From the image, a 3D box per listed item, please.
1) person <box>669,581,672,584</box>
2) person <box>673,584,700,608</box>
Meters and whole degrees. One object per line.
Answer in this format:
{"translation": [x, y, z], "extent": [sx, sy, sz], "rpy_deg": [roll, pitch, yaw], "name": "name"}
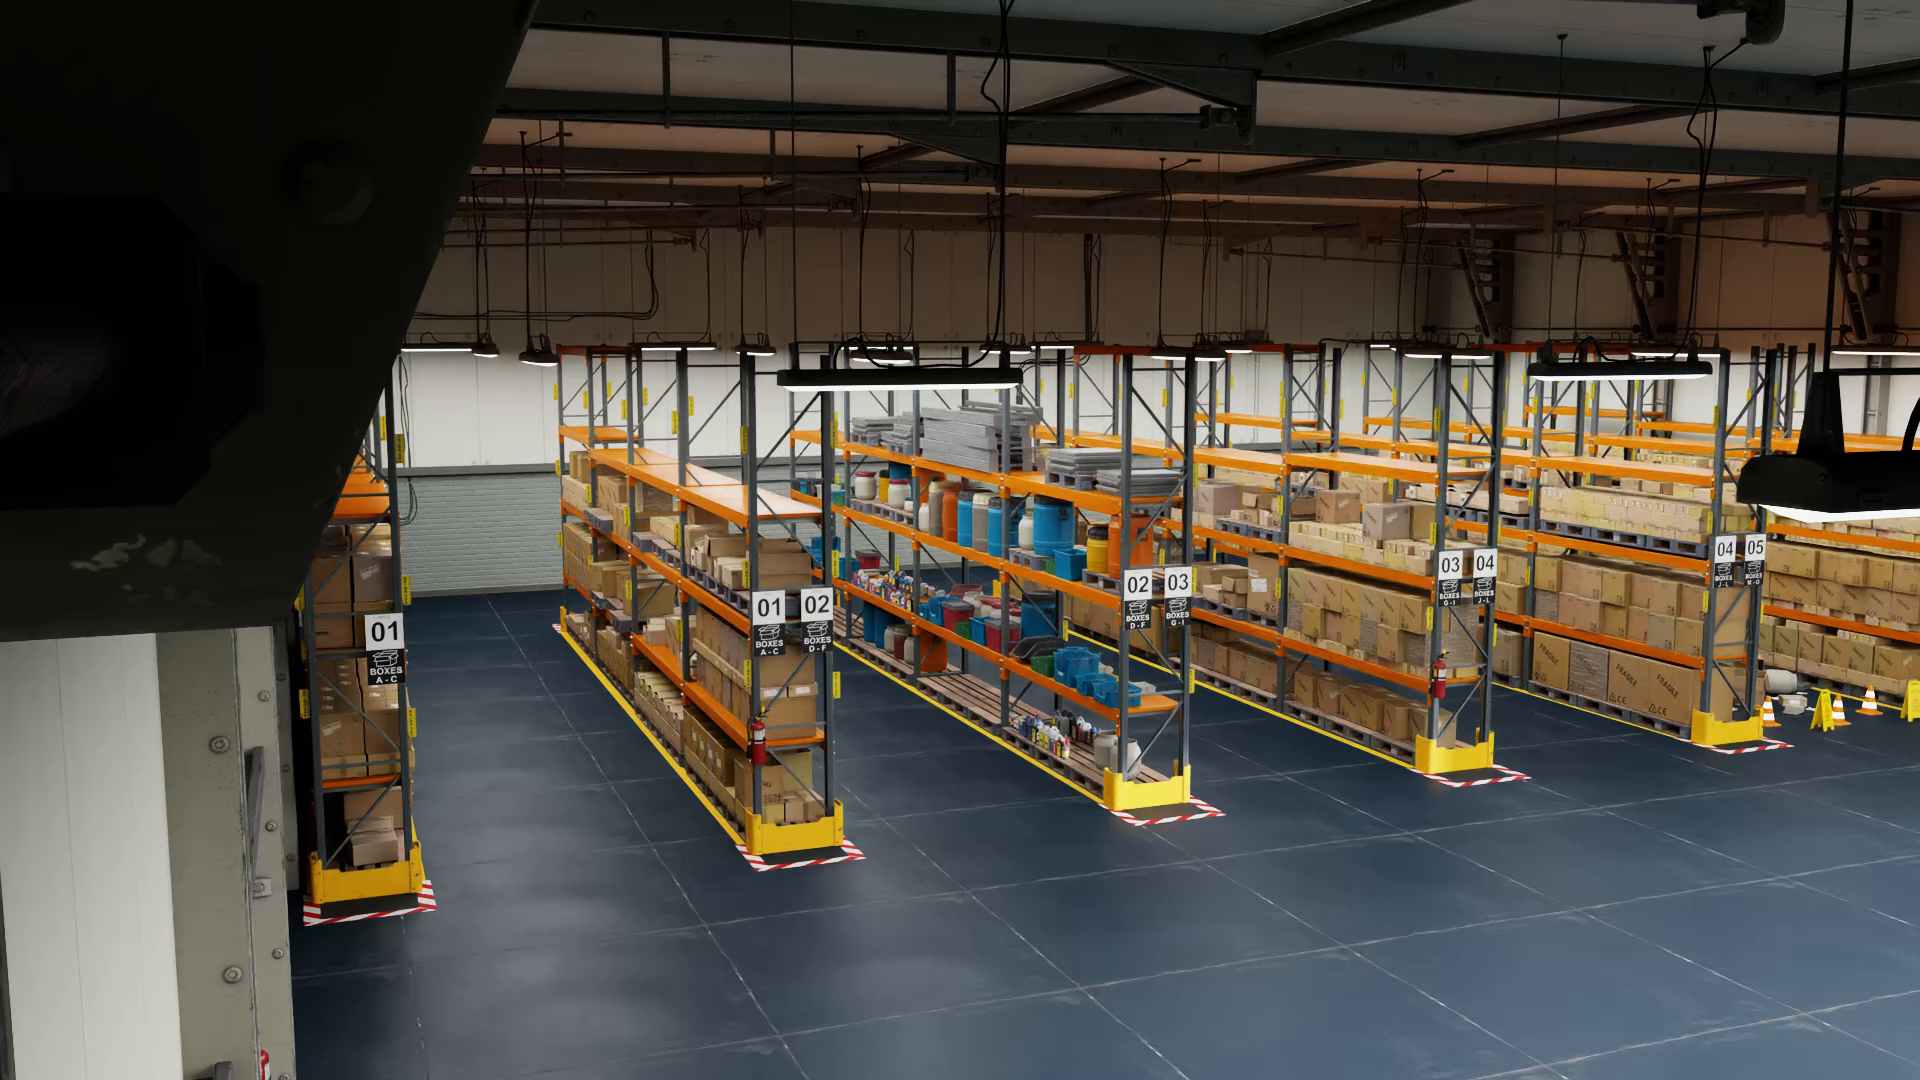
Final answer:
{"translation": [-6.688, 0.489, 39.175], "extent": [0.963, 1.744, 0.523], "rpy_deg": [-1, 7, -7], "name": "person"}
{"translation": [-5.620, 1.183, 34.135], "extent": [0.490, 1.610, 1.058], "rpy_deg": [-3, 8, -24], "name": "person"}
